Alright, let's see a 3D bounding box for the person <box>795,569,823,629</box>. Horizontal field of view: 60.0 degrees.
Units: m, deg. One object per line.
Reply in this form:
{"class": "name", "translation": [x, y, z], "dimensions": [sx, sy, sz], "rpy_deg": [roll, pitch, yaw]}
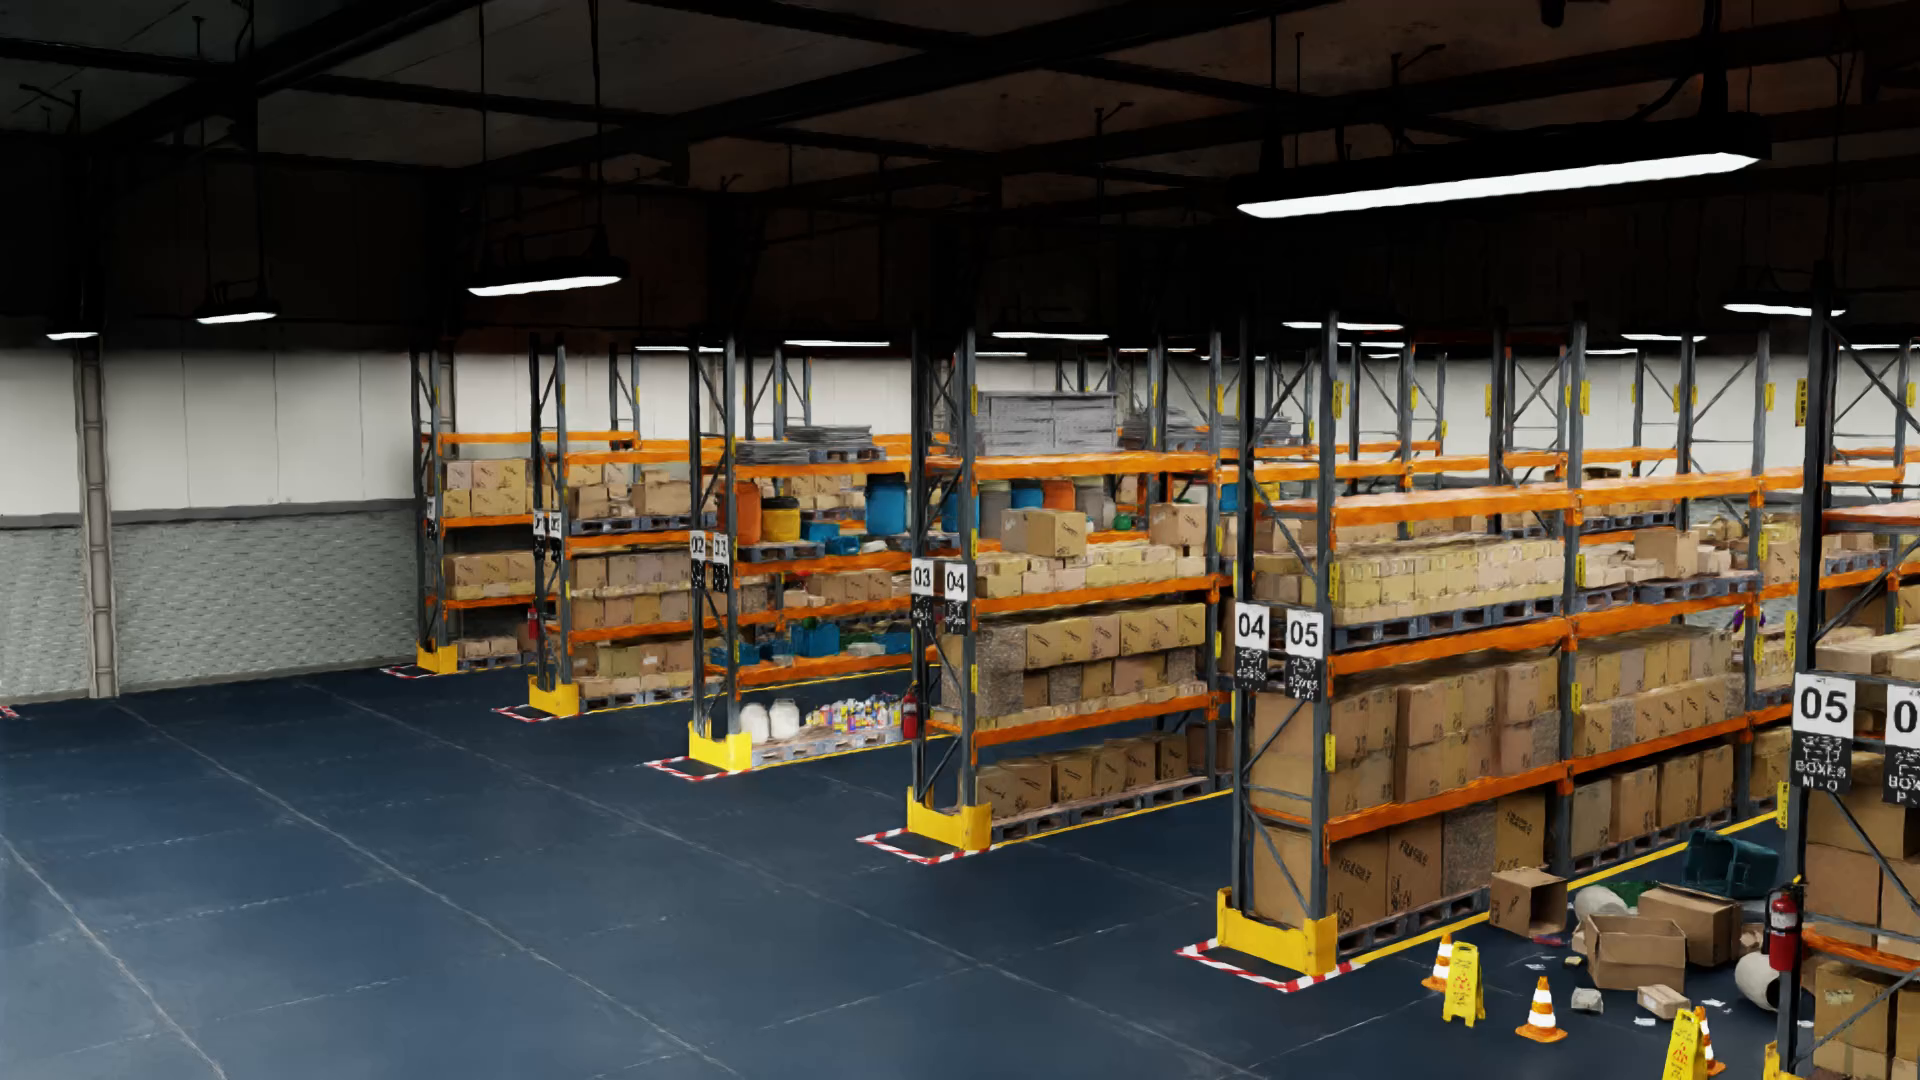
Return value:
{"class": "person", "translation": [-2.935, 1.374, 31.556], "dimensions": [1.104, 1.707, 0.553], "rpy_deg": [-4, 7, -36]}

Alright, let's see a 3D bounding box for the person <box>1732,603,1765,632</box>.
{"class": "person", "translation": [13.272, 1.693, 28.069], "dimensions": [0.726, 1.764, 0.578], "rpy_deg": [-2, 6, -22]}
